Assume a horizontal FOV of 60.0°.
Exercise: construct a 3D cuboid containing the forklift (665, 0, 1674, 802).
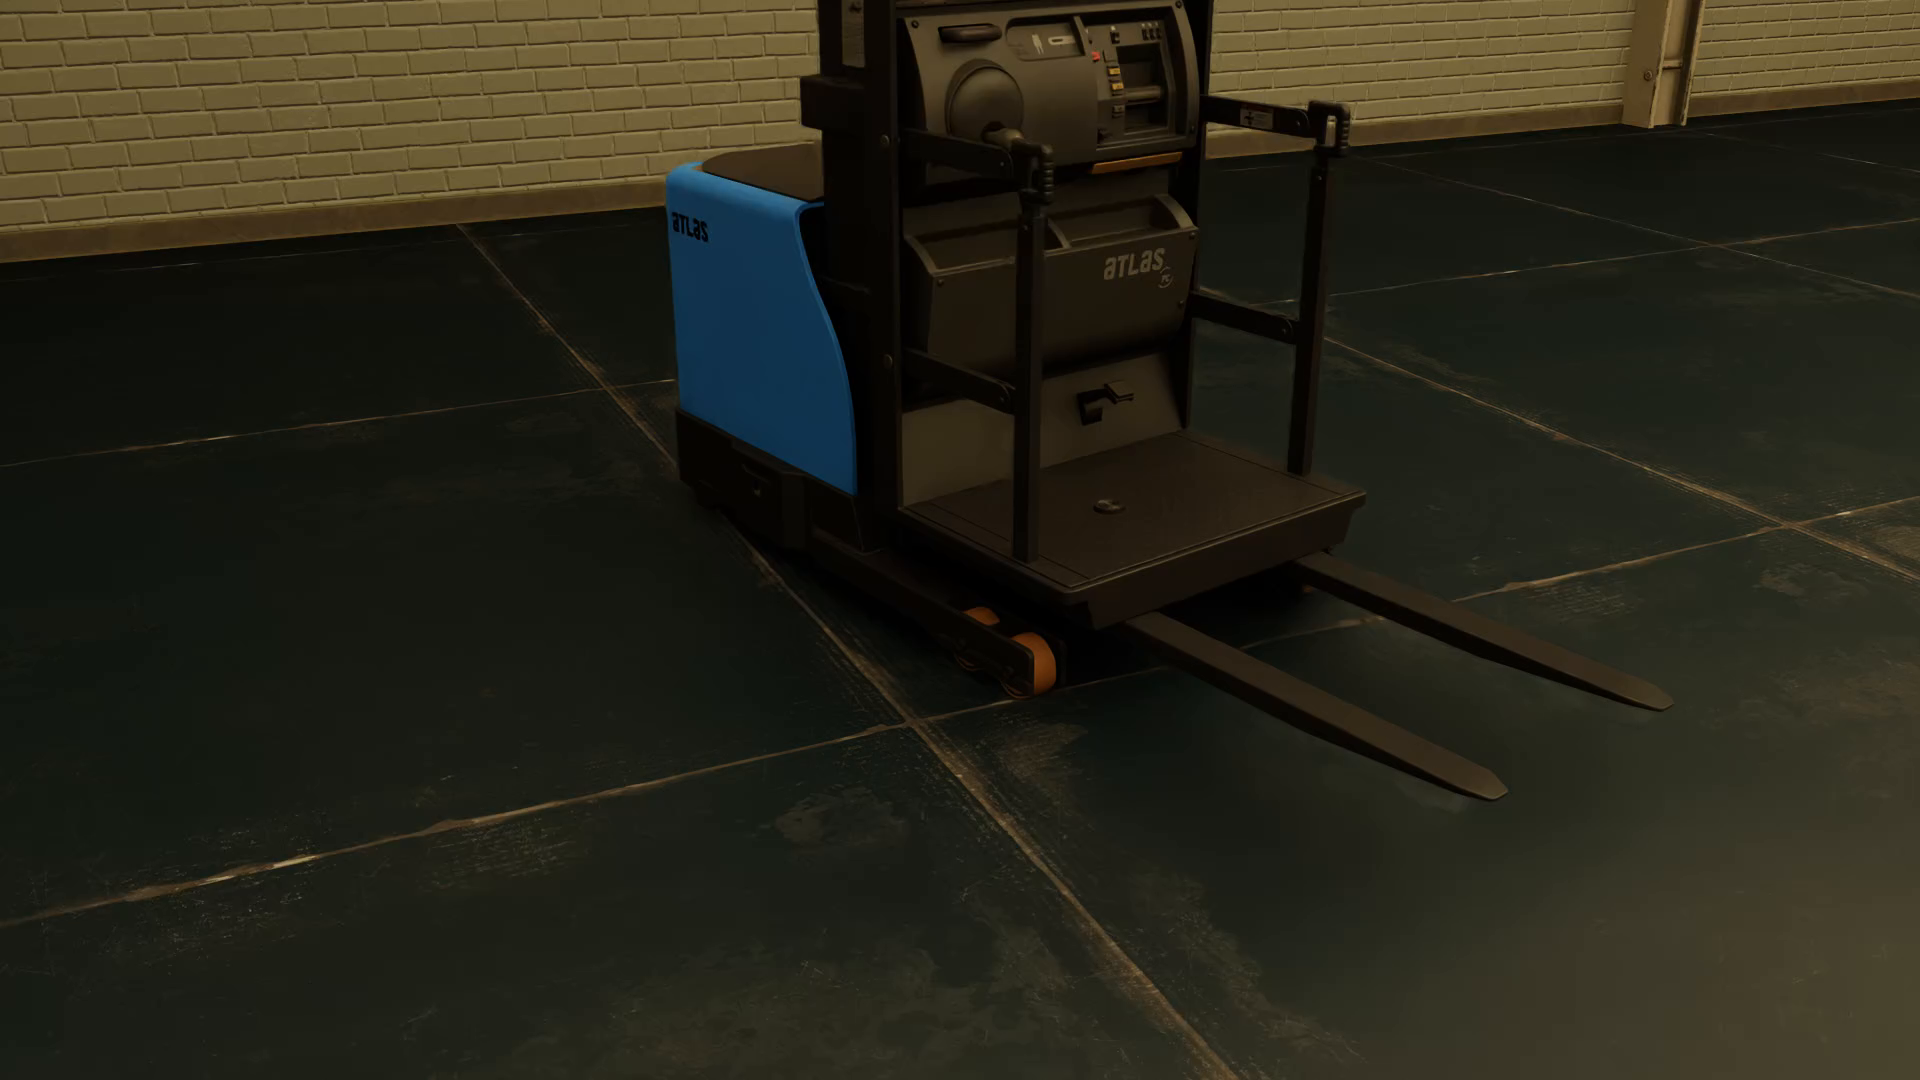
[{"bbox_3d":[0.386,-1.170,4.103,1.130,2.935,3.031,-17,28,-35],"label":"forklift"}]
